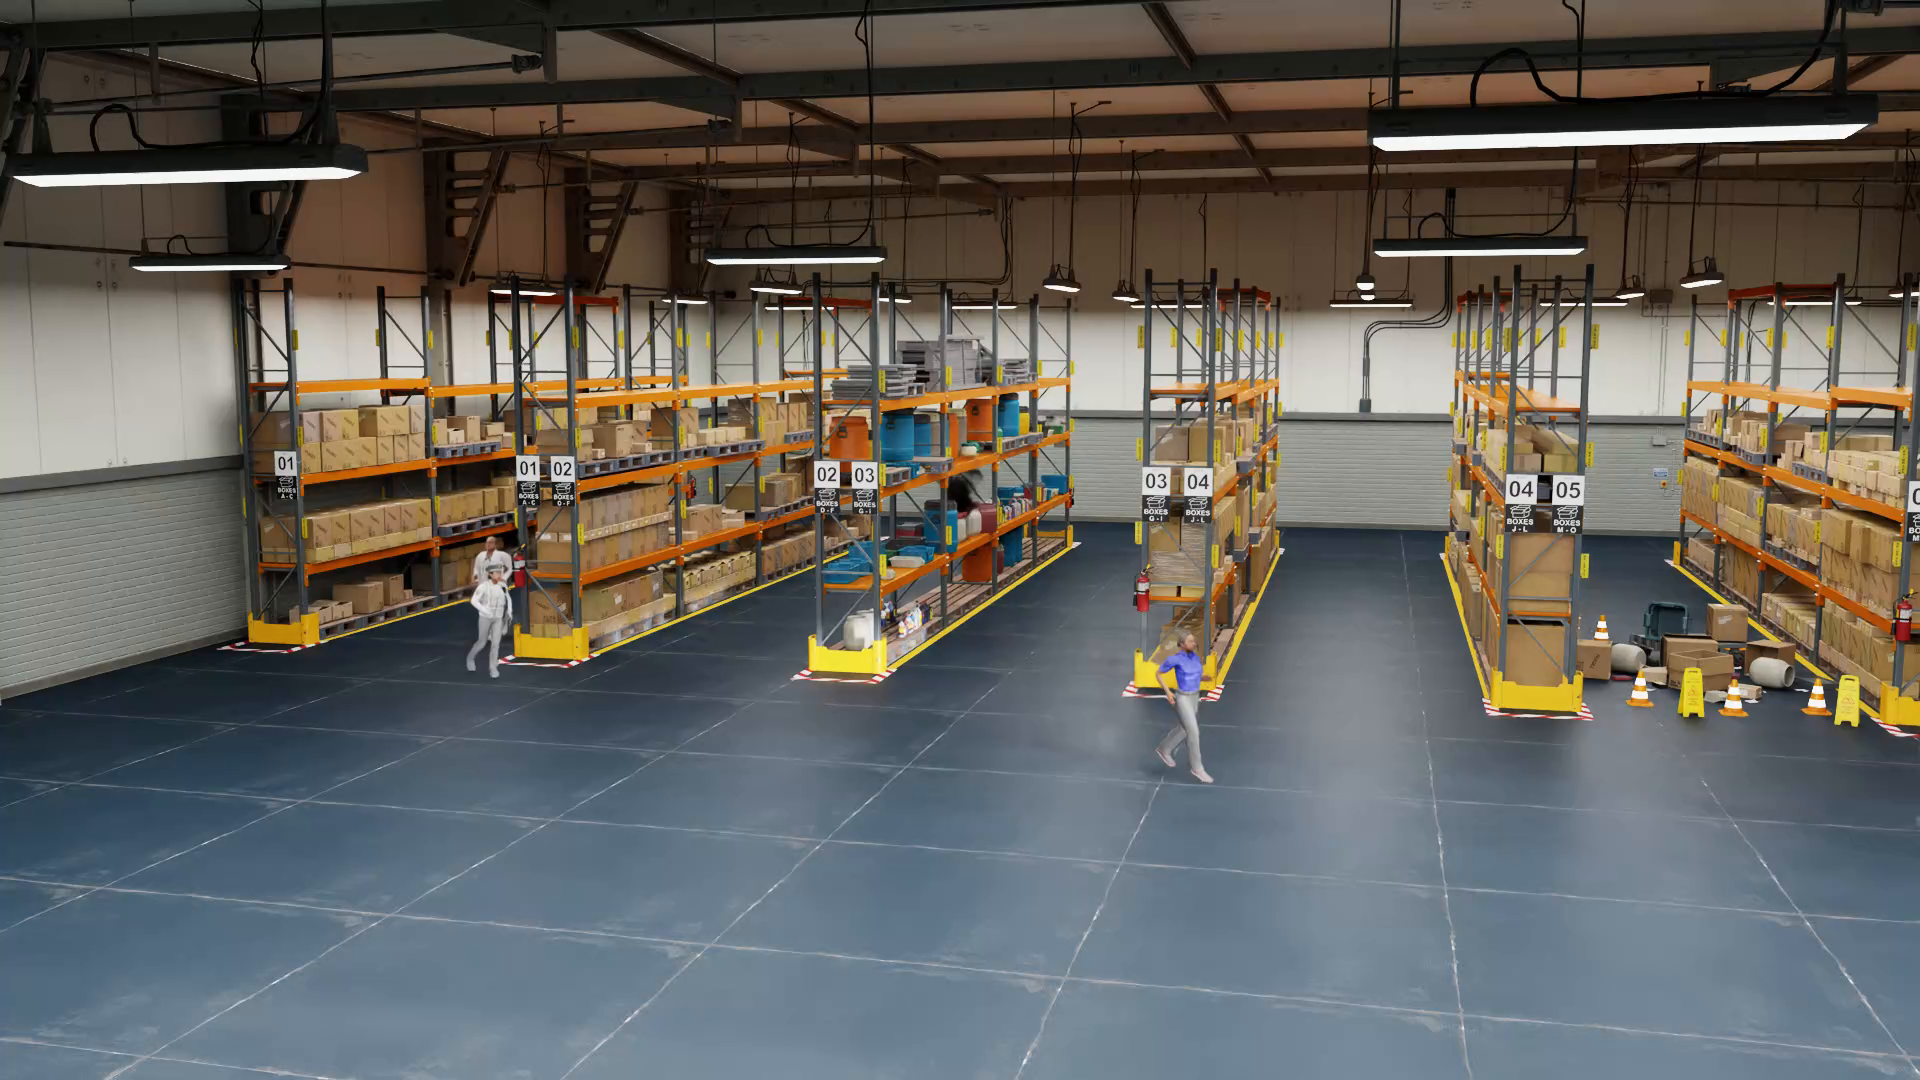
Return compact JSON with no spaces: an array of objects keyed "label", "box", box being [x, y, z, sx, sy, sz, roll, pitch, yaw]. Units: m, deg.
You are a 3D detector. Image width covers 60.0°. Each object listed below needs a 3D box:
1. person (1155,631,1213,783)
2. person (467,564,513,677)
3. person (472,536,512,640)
[{"label":"person","box":[2.586,1.883,19.099,0.867,1.682,0.548,6,9,43]},{"label":"person","box":[-6.993,1.177,24.971,0.672,1.644,0.869,-5,9,-37]},{"label":"person","box":[-7.852,0.805,27.865,0.705,1.727,0.660,1,7,10]}]
